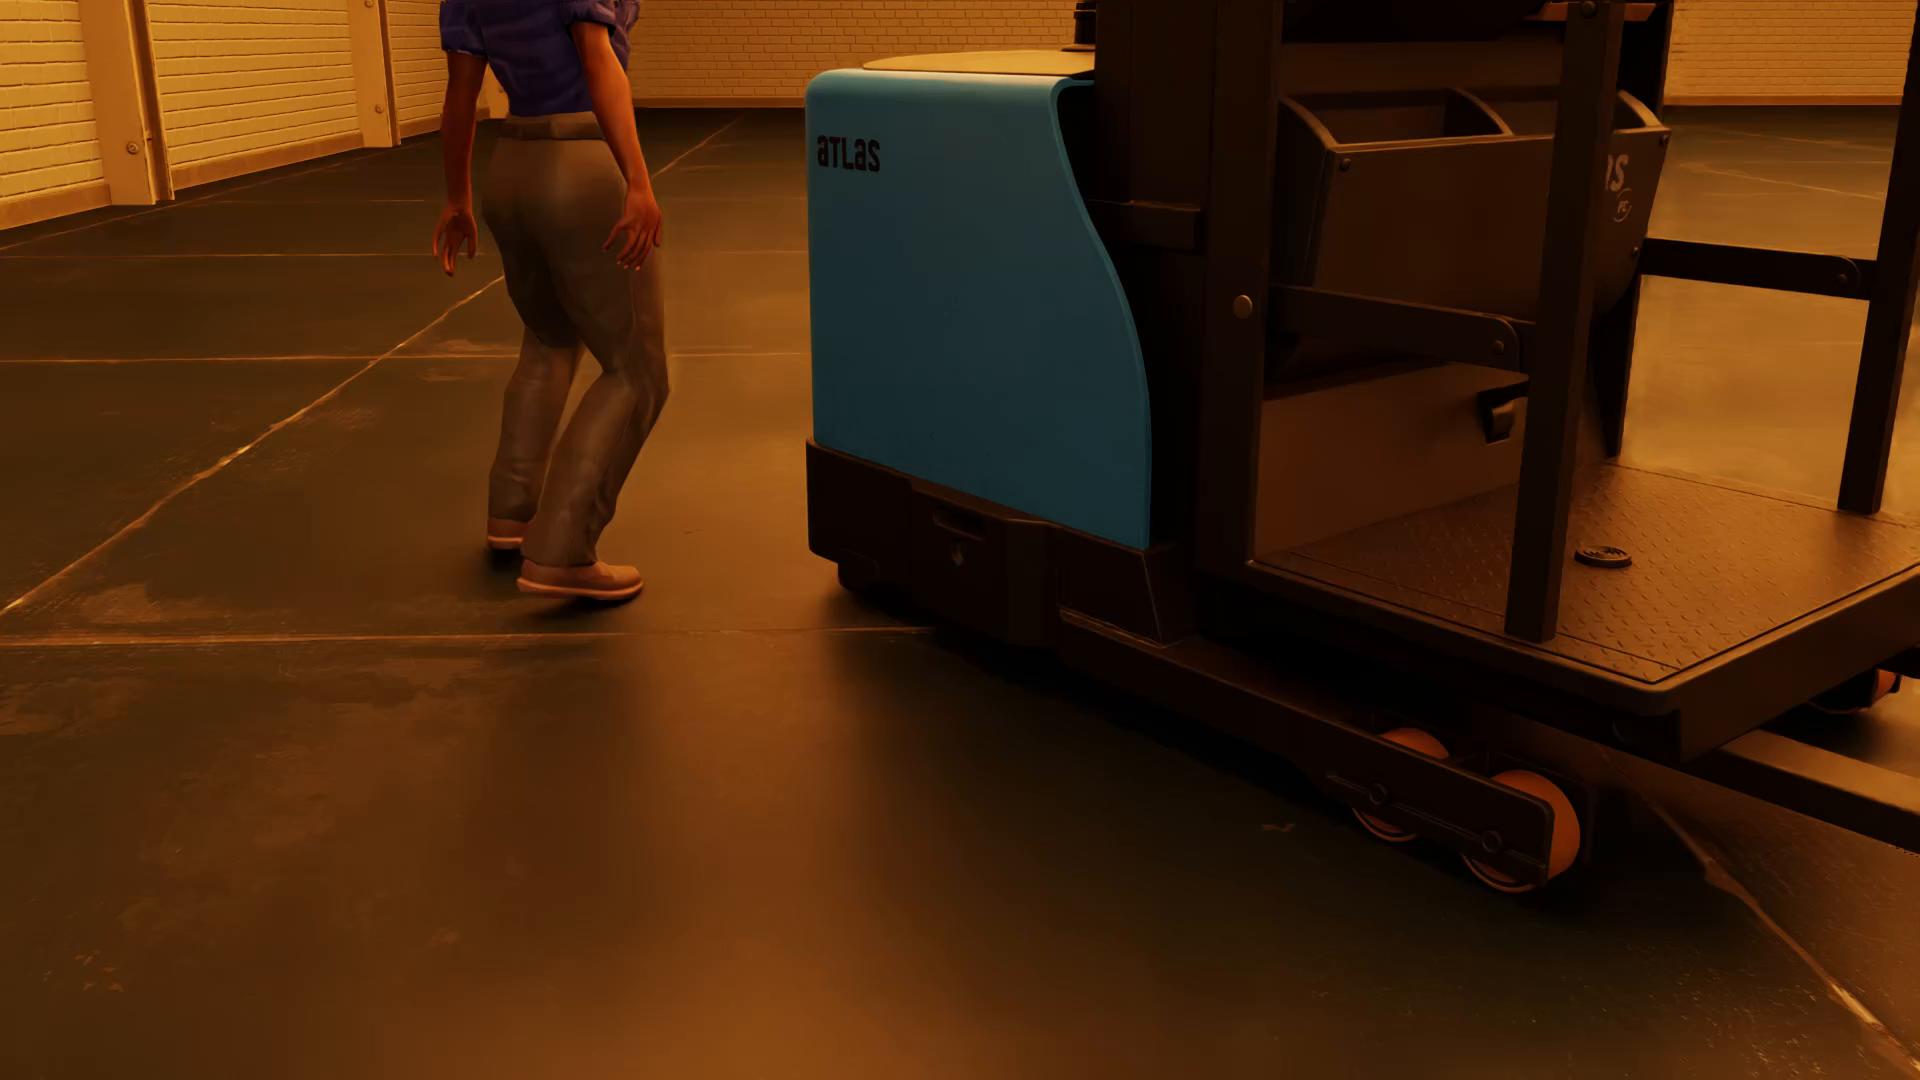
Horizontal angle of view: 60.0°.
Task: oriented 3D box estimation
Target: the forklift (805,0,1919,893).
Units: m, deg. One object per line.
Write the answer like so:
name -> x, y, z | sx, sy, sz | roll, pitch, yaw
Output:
forklift -> 0.989, -1.076, 2.427 | 1.130, 2.935, 3.031 | -13, 21, -37

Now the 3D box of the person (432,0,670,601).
person -> -0.843, -0.686, 3.381 | 0.414, 1.615, 0.811 | -15, 23, -41
